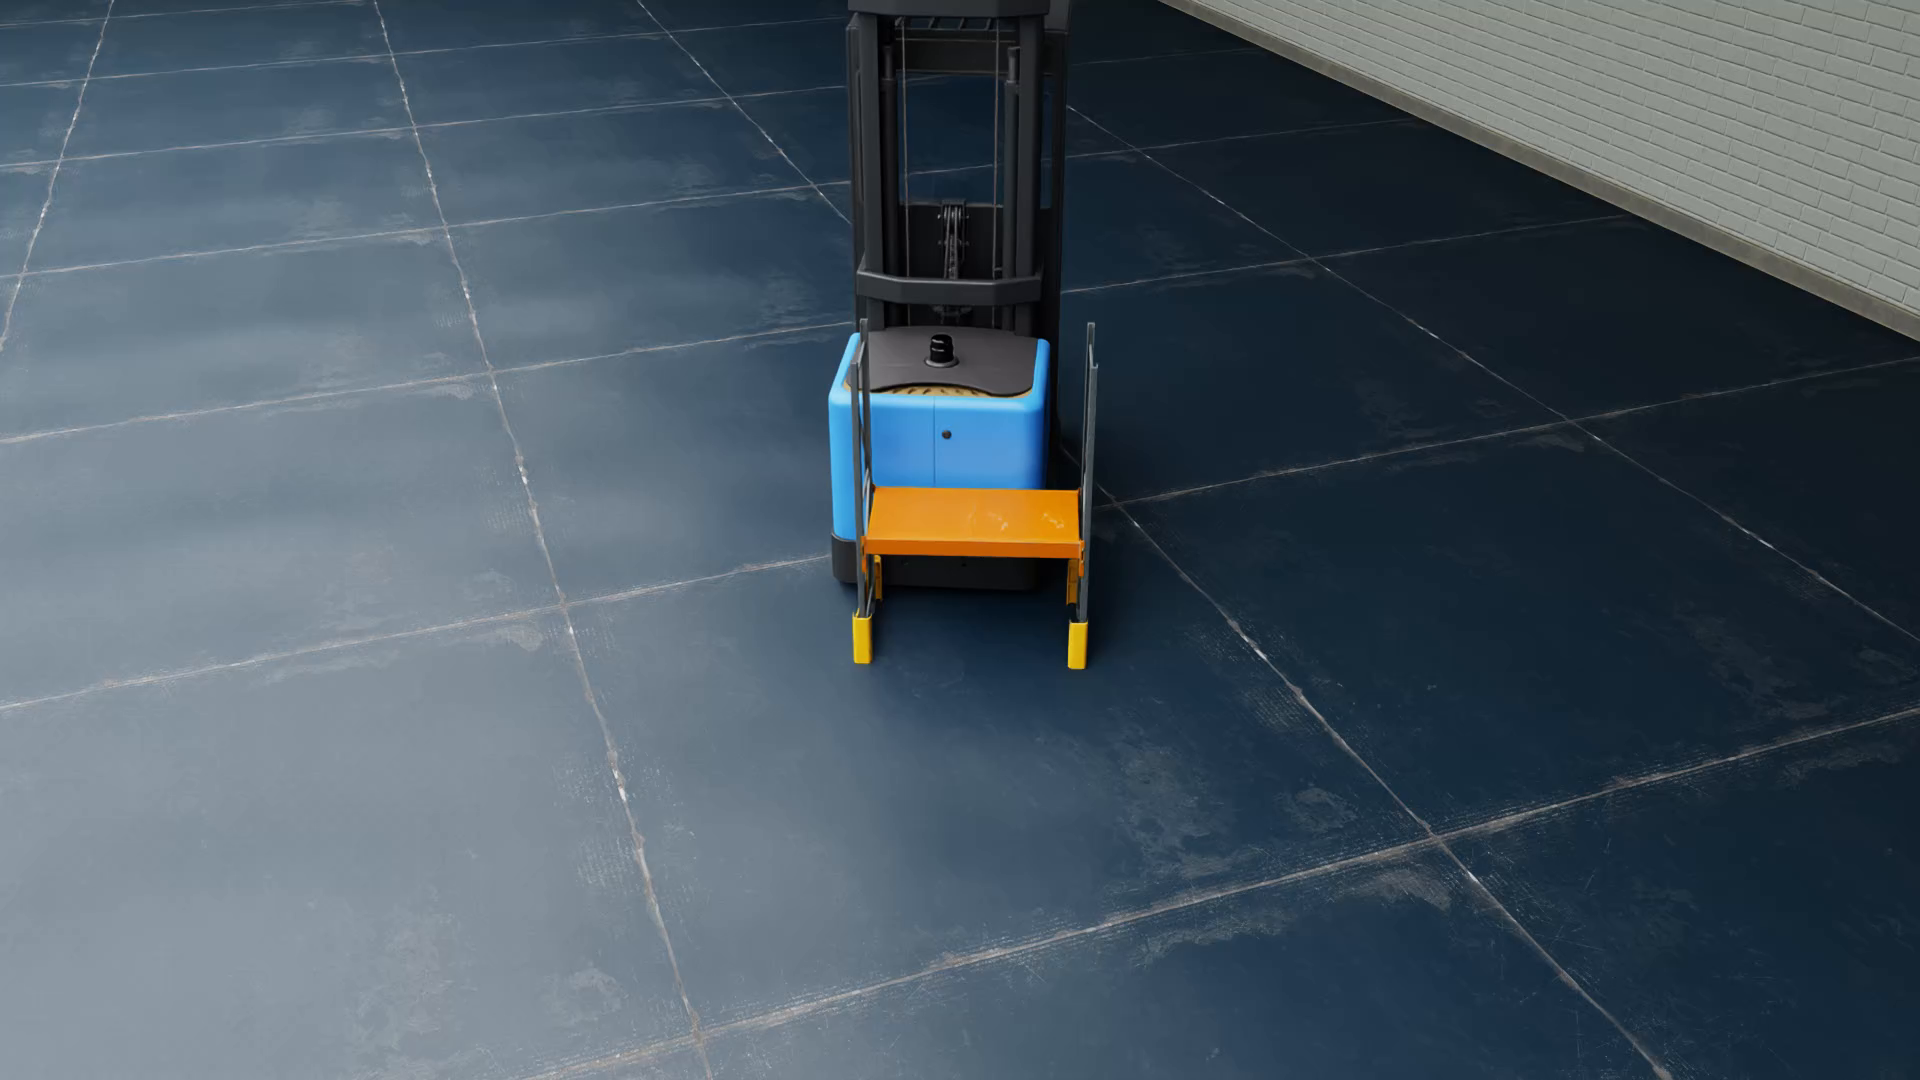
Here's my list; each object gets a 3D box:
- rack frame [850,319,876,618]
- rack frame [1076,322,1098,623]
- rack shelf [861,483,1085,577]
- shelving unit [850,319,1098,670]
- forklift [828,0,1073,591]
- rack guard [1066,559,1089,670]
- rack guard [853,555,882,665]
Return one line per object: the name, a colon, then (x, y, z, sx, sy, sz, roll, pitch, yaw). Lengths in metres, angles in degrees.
rack frame: (-0.441, -0.218, 7.618, 0.032, 1.500, 0.500, 1, 30, 2)
rack frame: (0.575, -0.197, 7.580, 0.032, 1.500, 0.500, 1, 30, 2)
rack shelf: (0.067, -0.051, 7.688, 1.000, 0.185, 0.538, 1, 30, 2)
shelving unit: (0.058, -0.208, 7.599, 1.083, 1.500, 0.587, 1, 30, 2)
forklift: (0.008, -1.727, 8.820, 1.130, 2.935, 3.031, 2, 30, 4)
rack guard: (0.556, 0.346, 7.890, 0.087, 0.250, 0.587, 1, 30, 2)
rack guard: (-0.440, 0.325, 7.927, 0.087, 0.250, 0.587, 1, 30, 2)
